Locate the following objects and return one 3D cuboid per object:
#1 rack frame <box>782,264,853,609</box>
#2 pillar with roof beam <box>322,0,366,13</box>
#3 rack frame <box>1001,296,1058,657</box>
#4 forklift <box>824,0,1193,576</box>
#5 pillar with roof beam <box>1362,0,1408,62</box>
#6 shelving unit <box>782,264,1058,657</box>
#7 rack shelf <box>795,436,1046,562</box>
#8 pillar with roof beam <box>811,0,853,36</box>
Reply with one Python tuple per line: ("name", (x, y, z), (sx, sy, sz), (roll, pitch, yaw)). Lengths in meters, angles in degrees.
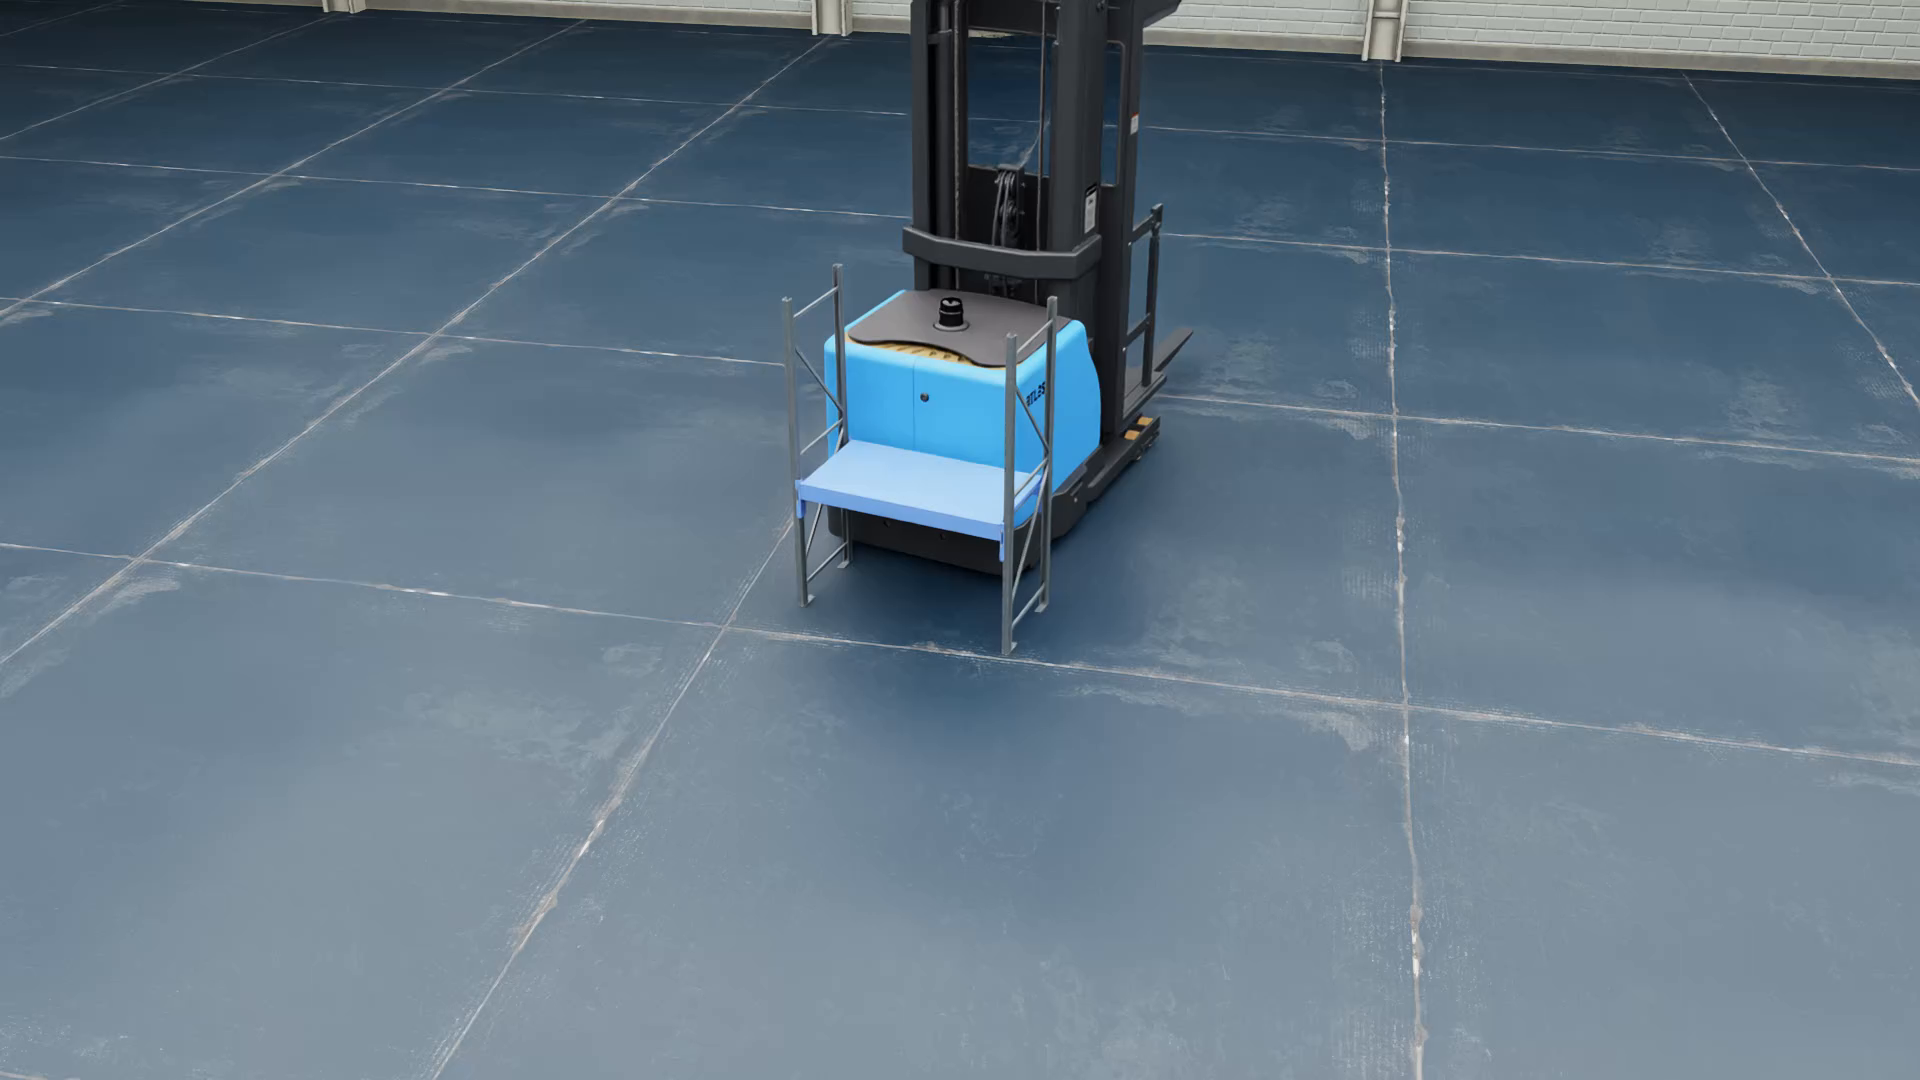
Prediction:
("rack frame", (-0.633, -0.454, 7.517), (0.032, 1.500, 0.500), (12, 31, 21))
("pillar with roof beam", (-8.193, -8.217, 13.888), (0.400, 9.000, 9.100), (6, 29, 11))
("rack frame", (0.297, -0.257, 7.158), (0.032, 1.500, 0.500), (12, 31, 21))
("forklift", (0.453, -1.801, 8.488), (1.130, 2.935, 3.031), (13, 31, 23))
("pillar with roof beam", (3.543, -7.014, 11.690), (0.400, 9.000, 9.100), (6, 29, 11))
("shelving unit", (-0.168, -0.356, 7.338), (1.048, 1.500, 0.538), (12, 31, 21))
("rack shelf", (-0.168, -0.198, 7.424), (1.000, 0.185, 0.538), (12, 31, 21))
("pillar with roof beam", (-2.325, -7.615, 12.789), (0.400, 9.000, 9.100), (6, 29, 11))
